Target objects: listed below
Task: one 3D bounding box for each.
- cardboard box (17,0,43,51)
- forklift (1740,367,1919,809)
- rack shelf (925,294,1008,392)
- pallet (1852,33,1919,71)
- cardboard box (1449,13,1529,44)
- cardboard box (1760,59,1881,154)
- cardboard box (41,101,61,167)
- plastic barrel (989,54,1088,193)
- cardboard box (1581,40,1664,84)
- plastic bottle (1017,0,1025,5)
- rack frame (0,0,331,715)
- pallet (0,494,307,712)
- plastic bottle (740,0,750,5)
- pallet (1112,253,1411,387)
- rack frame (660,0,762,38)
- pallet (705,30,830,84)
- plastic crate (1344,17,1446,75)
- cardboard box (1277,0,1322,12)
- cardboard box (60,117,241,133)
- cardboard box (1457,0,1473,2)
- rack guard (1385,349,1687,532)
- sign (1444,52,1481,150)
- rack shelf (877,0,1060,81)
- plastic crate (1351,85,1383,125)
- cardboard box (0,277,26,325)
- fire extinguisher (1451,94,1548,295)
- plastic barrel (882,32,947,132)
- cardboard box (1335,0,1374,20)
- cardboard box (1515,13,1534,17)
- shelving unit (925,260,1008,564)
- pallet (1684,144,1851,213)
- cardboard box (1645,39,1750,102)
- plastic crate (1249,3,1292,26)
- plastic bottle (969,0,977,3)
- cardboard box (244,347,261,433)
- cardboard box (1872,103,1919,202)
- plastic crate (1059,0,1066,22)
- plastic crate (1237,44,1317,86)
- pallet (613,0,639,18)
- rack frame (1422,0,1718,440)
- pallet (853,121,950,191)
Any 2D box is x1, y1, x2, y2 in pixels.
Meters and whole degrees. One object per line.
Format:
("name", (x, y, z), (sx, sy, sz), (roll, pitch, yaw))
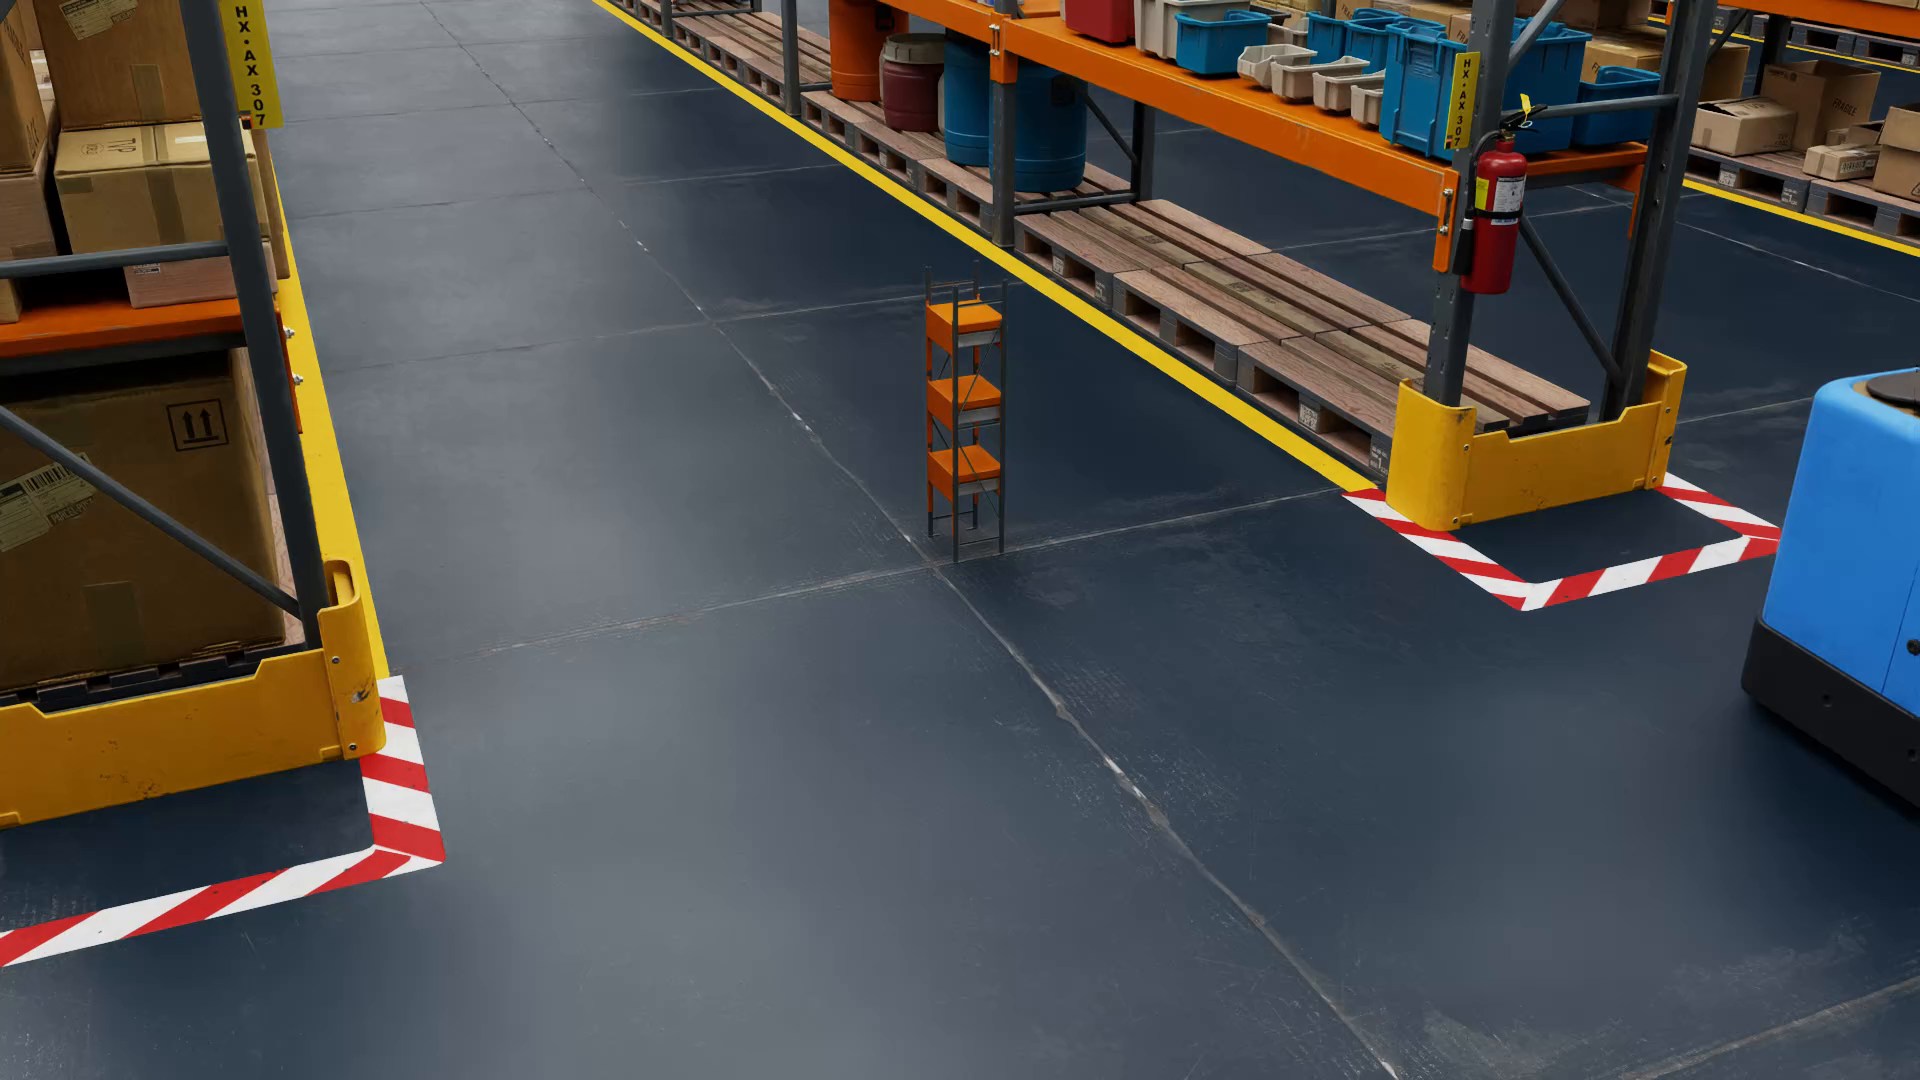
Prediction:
("cardboard box", (-3.539, -2.067, 6.042), (0.500, 0.500, 0.500), (-11, 28, -22))
("forklift", (3.992, -0.823, 4.596), (3.031, 2.935, 1.130), (-9, 27, -18))
("rack shelf", (0.021, -0.696, 5.856), (0.215, 0.259, 0.240), (-11, 28, -21))
("pallet", (8.935, -4.403, 15.027), (1.003, 0.211, 1.213), (-11, 28, -21))
("cardboard box", (4.192, -3.844, 13.052), (0.500, 0.500, 0.500), (-12, 28, -22))
("cardboard box", (5.716, -2.904, 11.127), (0.500, 0.500, 0.500), (-11, 28, -21))
("cardboard box", (-2.950, -1.117, 4.951), (0.500, 0.250, 0.500), (-11, 28, -21))
("plastic barrel", (0.475, -2.630, 10.131), (0.600, 0.901, 0.708), (-11, 28, -21))
("cardboard box", (4.775, -3.236, 11.806), (0.500, 0.500, 0.500), (-11, 28, -21))
("plastic bottle", (0.328, -3.205, 9.622), (0.097, 0.201, 0.097), (0, 26, 0))
("rack frame", (-2.318, -0.696, 4.256), (1.000, 3.000, 0.127), (-11, 28, -21))
("pallet", (-2.703, 0.248, 5.502), (1.003, 0.211, 1.213), (-11, 28, -21))
("plastic bottle", (-2.182, -5.567, 16.841), (0.097, 0.271, 0.097), (0, 26, 0))
("pallet", (1.478, -1.125, 8.314), (1.003, 0.211, 1.213), (-11, 28, -21))
("rack frame", (-2.460, -6.391, 15.921), (1.000, 3.000, 0.127), (-11, 28, -21))
("pallet", (-1.636, -4.335, 14.887), (1.003, 0.211, 1.213), (-11, 28, -21))
("plastic crate", (1.930, -2.186, 7.432), (0.416, 0.233, 0.300), (-11, 28, -21))
("cardboard box", (3.234, -5.000, 15.089), (0.500, 0.311, 0.500), (-10, 28, -19))
("cardboard box", (-2.468, -1.211, 5.143), (0.500, 0.250, 0.500), (-11, 28, -21))
("cardboard box", (4.273, -4.678, 13.906), (0.500, 0.250, 0.500), (-9, 28, -19))
("rack guard", (2.260, -0.416, 6.533), (1.175, 0.500, 0.348), (-11, 28, -21))
("sign", (1.739, -1.519, 5.757), (0.100, 0.325, 0.005), (-11, 28, -21))
("rack shelf", (-0.111, -3.646, 11.118), (1.077, 0.370, 4.000), (-11, 28, -21))
("plastic crate", (1.753, -1.753, 6.655), (0.396, 0.136, 0.243), (-11, 28, -21))
("cardboard box", (-2.761, -0.670, 4.490), (0.380, 0.149, 0.250), (-10, 28, -20))
("fire extinguisher", (1.880, -1.206, 5.814), (0.296, 0.674, 0.183), (-11, 28, -21))
("plastic barrel", (-0.244, -3.231, 11.719), (0.600, 0.588, 0.708), (-11, 28, -21))
("cardboard box", (3.581, -4.468, 14.329), (0.500, 0.500, 0.500), (-9, 28, -18))
("cardboard box", (4.661, -3.944, 13.256), (0.500, 0.500, 0.500), (-12, 28, -23))
("shelving unit", (0.021, -0.450, 5.975), (0.215, 1.050, 0.252), (-11, 28, -21))
("pallet", (5.500, -2.481, 11.090), (1.003, 0.211, 1.213), (-11, 28, -21))
("cardboard box", (5.267, -3.323, 11.984), (0.500, 0.500, 0.500), (-12, 28, -23))
("plastic crate", (1.358, -2.659, 8.523), (0.437, 0.125, 0.590), (-11, 28, -21))
("plastic bottle", (0.088, -3.298, 9.720), (0.061, 0.283, 0.133), (-11, 28, -21))
("cardboard box", (-3.348, -0.901, 6.620), (0.875, 0.875, 0.875), (-11, 28, -21))
("cardboard box", (5.972, -2.330, 9.946), (0.797, 0.503, 0.637), (-11, 28, -21))
("plastic crate", (0.723, -2.858, 8.916), (0.396, 0.136, 0.243), (-11, 28, -21))
("plastic crate", (1.388, -2.098, 7.359), (0.298, 0.136, 0.250), (-11, 28, -21))
("pallet", (-3.167, -5.910, 18.114), (1.003, 0.211, 1.213), (-11, 28, -21))
("rack frame", (2.239, -1.547, 5.999), (1.000, 3.000, 0.127), (-11, 28, -21))
("pallet", (-0.073, -2.721, 11.582), (1.003, 0.211, 1.213), (-11, 28, -21))
